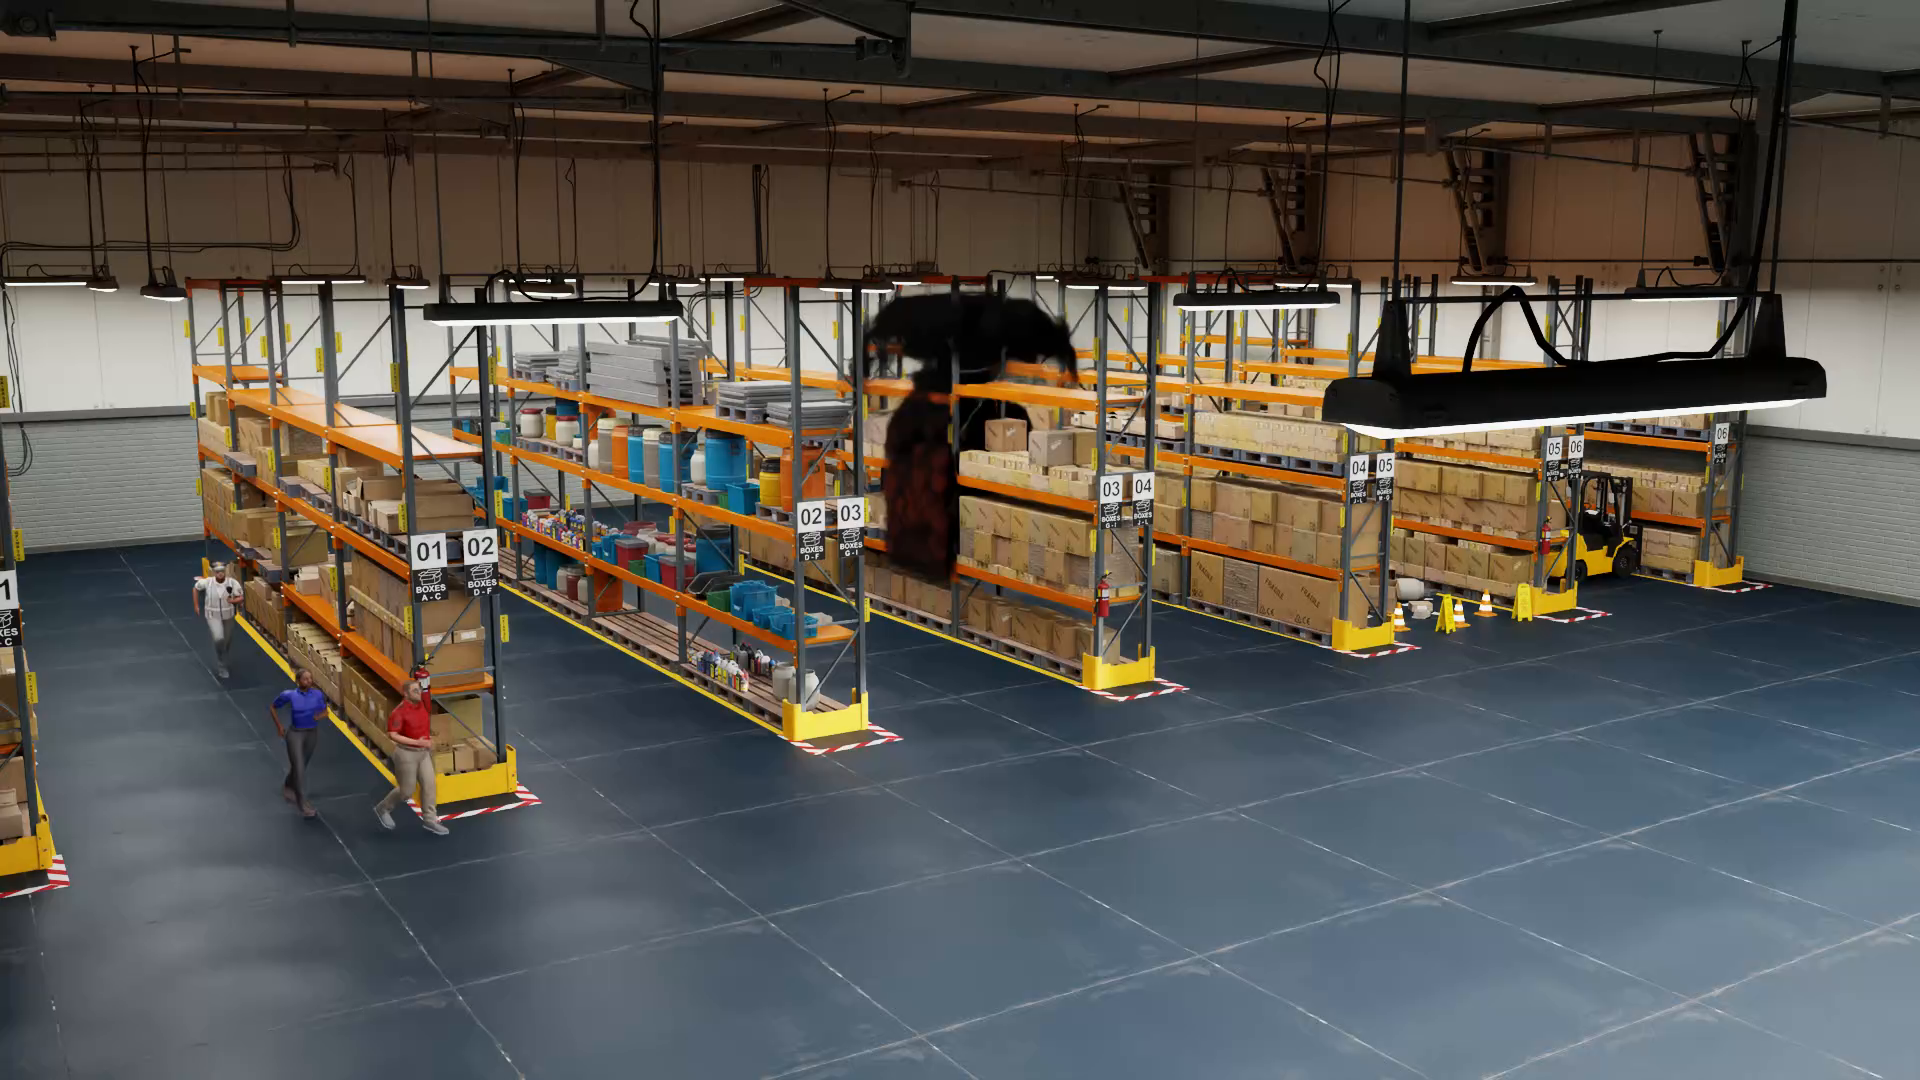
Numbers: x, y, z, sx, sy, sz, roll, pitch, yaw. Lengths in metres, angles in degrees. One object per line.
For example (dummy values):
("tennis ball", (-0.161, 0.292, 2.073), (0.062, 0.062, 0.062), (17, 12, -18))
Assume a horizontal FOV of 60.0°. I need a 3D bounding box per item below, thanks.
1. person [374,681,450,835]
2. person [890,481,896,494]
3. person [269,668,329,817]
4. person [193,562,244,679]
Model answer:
("person", (-6.113, 2.413, 18.515), (0.848, 1.745, 0.686), (3, 10, 18))
("person", (-1.774, -1.734, 43.167), (0.702, 1.724, 0.652), (5, 11, 30))
("person", (-7.580, 2.286, 19.242), (0.997, 1.630, 0.593), (9, 13, 43))
("person", (-11.384, 1.211, 25.607), (0.686, 1.822, 0.867), (-6, 11, -31))
